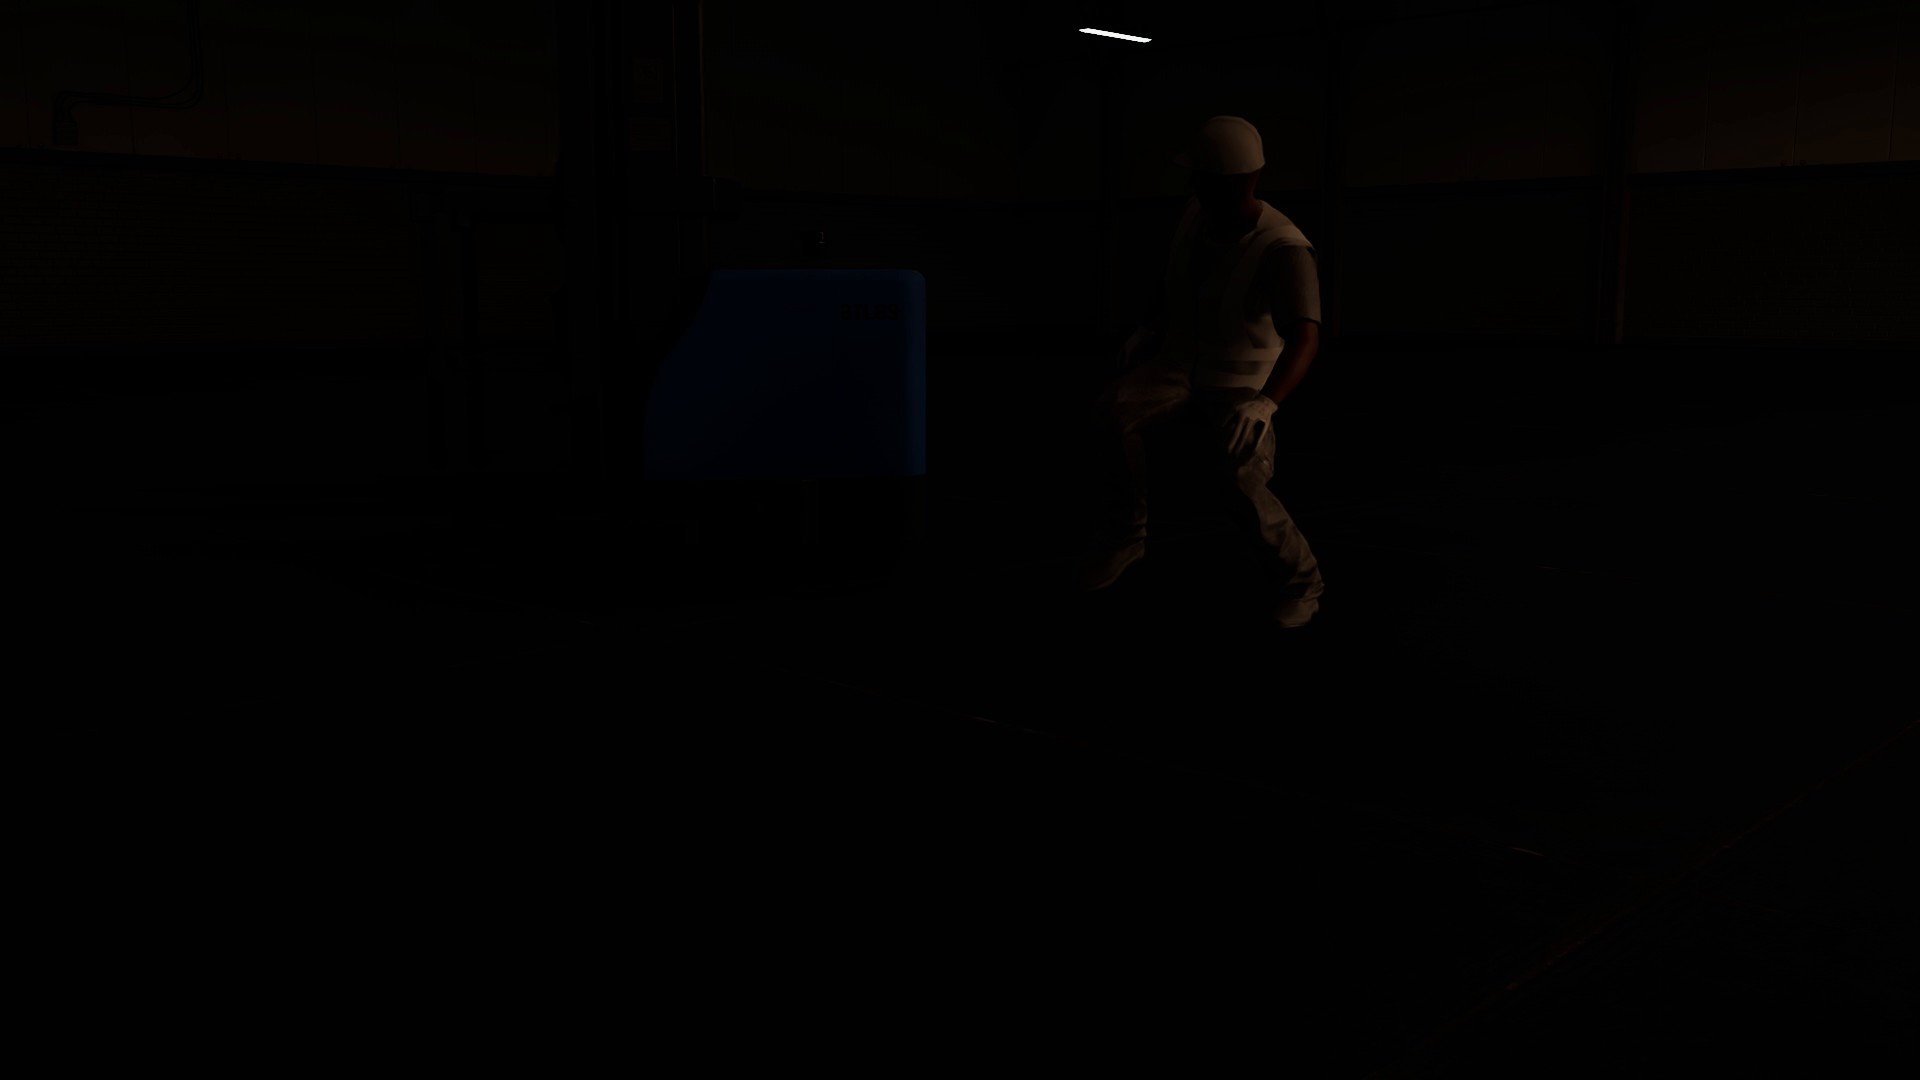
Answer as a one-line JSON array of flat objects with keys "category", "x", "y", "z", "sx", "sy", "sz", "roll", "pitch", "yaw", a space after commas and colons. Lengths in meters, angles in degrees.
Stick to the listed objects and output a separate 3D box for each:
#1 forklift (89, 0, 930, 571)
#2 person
[{"category": "forklift", "x": -1.676, "y": -1.422, "z": 6.320, "sx": 3.031, "sy": 2.935, "sz": 1.130, "roll": -1, "pitch": 9, "yaw": -9}, {"category": "person", "x": 0.726, "y": -0.504, "z": 5.110, "sx": 0.832, "sy": 1.533, "sz": 0.707, "roll": 7, "pitch": 11, "yaw": 38}]
